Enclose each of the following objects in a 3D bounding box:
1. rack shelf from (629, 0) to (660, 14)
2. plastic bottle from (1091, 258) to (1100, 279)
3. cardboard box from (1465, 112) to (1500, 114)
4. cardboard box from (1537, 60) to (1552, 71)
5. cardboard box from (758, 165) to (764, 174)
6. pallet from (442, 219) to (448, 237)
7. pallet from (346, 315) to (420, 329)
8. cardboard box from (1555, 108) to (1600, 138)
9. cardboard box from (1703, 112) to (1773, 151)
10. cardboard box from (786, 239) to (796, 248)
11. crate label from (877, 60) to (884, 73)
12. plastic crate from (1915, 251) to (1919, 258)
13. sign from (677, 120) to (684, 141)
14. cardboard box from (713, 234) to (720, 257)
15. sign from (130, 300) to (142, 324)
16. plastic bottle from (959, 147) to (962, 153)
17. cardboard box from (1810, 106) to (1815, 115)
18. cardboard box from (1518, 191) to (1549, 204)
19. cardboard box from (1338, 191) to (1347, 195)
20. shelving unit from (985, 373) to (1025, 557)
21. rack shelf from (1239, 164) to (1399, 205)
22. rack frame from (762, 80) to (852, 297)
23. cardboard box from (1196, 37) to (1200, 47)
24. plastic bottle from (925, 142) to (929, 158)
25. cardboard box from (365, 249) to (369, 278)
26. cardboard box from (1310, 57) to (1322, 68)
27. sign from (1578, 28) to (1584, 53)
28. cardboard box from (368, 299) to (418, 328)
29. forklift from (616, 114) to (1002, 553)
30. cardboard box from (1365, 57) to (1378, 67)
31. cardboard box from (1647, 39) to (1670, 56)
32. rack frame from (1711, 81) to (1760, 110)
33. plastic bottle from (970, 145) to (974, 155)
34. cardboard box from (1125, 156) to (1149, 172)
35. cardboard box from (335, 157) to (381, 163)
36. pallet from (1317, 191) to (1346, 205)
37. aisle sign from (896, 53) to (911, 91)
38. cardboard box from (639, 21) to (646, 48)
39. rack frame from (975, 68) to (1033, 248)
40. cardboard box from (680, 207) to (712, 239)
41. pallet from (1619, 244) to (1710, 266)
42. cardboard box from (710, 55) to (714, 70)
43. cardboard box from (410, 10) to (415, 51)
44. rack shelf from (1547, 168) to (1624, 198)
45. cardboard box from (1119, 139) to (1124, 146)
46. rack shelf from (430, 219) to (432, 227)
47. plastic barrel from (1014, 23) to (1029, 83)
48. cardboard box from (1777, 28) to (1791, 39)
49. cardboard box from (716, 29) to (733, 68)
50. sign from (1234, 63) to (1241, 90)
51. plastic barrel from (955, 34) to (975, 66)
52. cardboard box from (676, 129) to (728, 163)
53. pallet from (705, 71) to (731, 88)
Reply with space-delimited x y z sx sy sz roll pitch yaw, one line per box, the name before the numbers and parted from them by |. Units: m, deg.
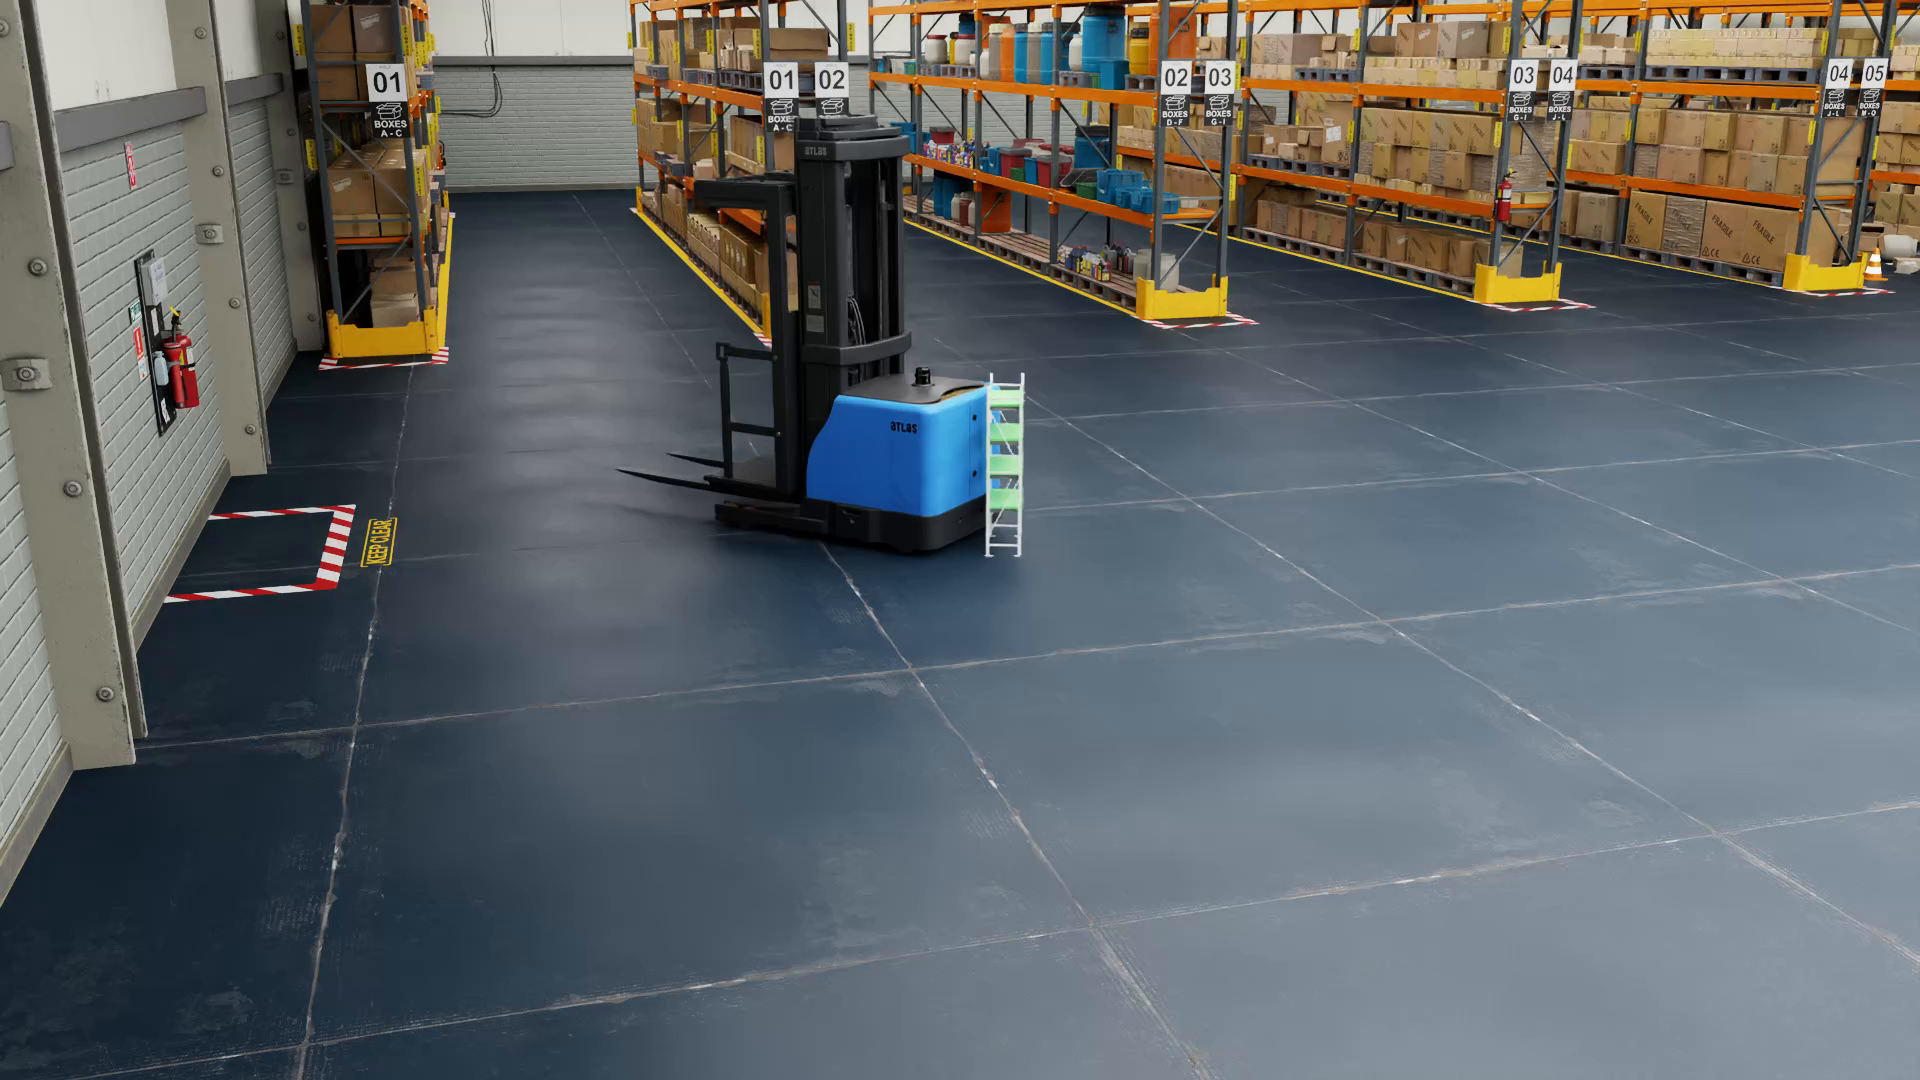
rack shelf | -5.662 -10.354 32.036 1.077 0.370 4.000 -5 17 -15
plastic bottle | 1.942 -3.835 23.475 0.152 0.276 0.135 -5 17 -17
cardboard box | 7.553 -5.857 23.807 0.500 0.500 0.500 -5 17 -15
cardboard box | 7.858 -6.387 22.354 0.380 0.149 0.250 -5 17 -16
cardboard box | -2.313 -4.617 20.806 0.380 0.149 0.250 -4 17 -15
pallet | -10.008 -5.762 30.768 1.003 0.211 1.213 -5 17 -15
pallet | -6.786 -2.475 19.825 1.003 0.211 1.213 -5 17 -15
cardboard box | 10.848 -7.293 29.104 0.700 0.500 0.500 -5 17 -16
cardboard box | 11.910 -6.242 25.382 0.875 0.550 0.500 -5 17 -15
cardboard box | -2.037 -3.639 21.600 0.500 0.500 0.500 -5 17 -15
crate label | -1.505 -9.856 34.592 0.408 0.251 0.502 -5 17 -15
plastic crate | 15.784 -4.729 27.557 0.402 0.080 0.583 -12 20 -34
sign | -4.532 -6.639 26.963 0.100 0.325 0.005 -5 17 -15
cardboard box | -3.300 -4.303 24.139 0.500 0.311 0.500 -5 17 -15
sign | -5.249 -1.453 10.591 0.001 0.109 0.331 -5 17 -15
plastic bottle | 0.003 -6.959 30.108 0.061 0.283 0.133 -5 17 -15
cardboard box | 15.497 -7.702 29.831 0.380 0.149 0.250 -5 18 -18
cardboard box | 7.863 -4.714 22.869 0.380 0.149 0.250 -5 17 -15
cardboard box | 8.491 -7.624 36.344 0.380 0.149 0.250 -5 17 -15
shelving unit | 0.316 -0.528 11.624 0.258 1.200 0.503 1 17 3
rack shelf | 6.063 -6.052 28.136 1.077 0.370 4.000 -5 17 -15
rack frame | -1.814 -3.955 19.903 1.000 3.000 0.127 -5 17 -15
cardboard box | 4.583 -9.582 32.520 0.700 0.500 0.500 -4 17 -14
plastic bottle | -0.621 -7.437 31.698 0.061 0.283 0.133 -5 17 -15
cardboard box | -8.084 -4.023 23.712 0.700 0.500 0.500 -5 17 -16
cardboard box | 6.001 -7.880 27.433 0.380 0.166 0.250 -5 17 -17
sign | 8.233 -6.635 22.093 0.100 0.325 0.005 -5 17 -15
cardboard box | -6.680 -2.683 19.580 0.500 0.311 0.500 -7 18 -22
forklift | -1.222 -1.604 12.196 3.031 2.935 1.130 10 19 29
cardboard box | 6.406 -7.285 25.343 0.380 0.149 0.250 -5 17 -17
cardboard box | 11.274 -7.806 26.352 0.500 0.250 0.500 -5 17 -15
rack frame | 15.042 -7.733 32.482 1.000 3.000 0.127 -5 17 -15
plastic bottle | 0.232 -7.227 31.020 0.097 0.271 0.097 0 17 0
cardboard box | 4.062 -7.677 35.260 0.875 0.875 0.875 -5 17 -15
cardboard box | -7.323 -4.394 20.290 0.500 0.500 0.500 -4 17 -14
pallet | 8.653 -7.606 36.906 1.003 0.211 1.213 -5 17 -15
aisle sign | -1.186 -10.059 35.707 0.394 0.787 0.004 -5 17 -15
cardboard box | -5.998 -10.058 33.096 0.700 0.500 0.500 -5 17 -15
rack frame | 0.751 -6.558 28.570 1.000 3.000 0.127 -5 17 -15
cardboard box | -4.495 -5.421 28.366 0.500 0.500 0.500 -4 17 -13
pallet | 11.543 -4.655 27.083 1.003 0.211 1.213 -5 17 -15
cardboard box | -3.526 -7.310 25.389 0.500 0.250 0.500 -5 17 -16
cardboard box | -7.115 -6.373 20.792 0.500 0.500 0.500 -4 17 -12
rack shelf | 10.860 -6.416 29.348 1.077 0.370 4.000 -5 17 -15
cardboard box | 3.593 -8.420 35.206 0.380 0.149 0.250 -4 17 -14
rack shelf | -8.225 -4.877 24.225 1.077 0.370 4.000 -5 17 -15
plastic barrel | 1.142 -7.614 25.999 0.600 0.901 0.708 -5 17 -15
cardboard box | 11.952 -7.255 23.822 0.380 0.149 0.250 -4 17 -14
cardboard box | -3.028 -6.654 22.527 0.500 0.500 0.500 -3 17 -11
sign | 3.480 -5.828 20.912 0.100 0.325 0.005 -5 17 -15
plastic barrel | 0.119 -8.739 29.652 0.433 0.535 0.433 0 17 0
cardboard box | -4.294 -6.582 27.746 0.700 0.500 0.500 -12 20 -34
pallet | -3.168 -6.649 23.991 0.805 0.209 1.217 -5 18 -17
